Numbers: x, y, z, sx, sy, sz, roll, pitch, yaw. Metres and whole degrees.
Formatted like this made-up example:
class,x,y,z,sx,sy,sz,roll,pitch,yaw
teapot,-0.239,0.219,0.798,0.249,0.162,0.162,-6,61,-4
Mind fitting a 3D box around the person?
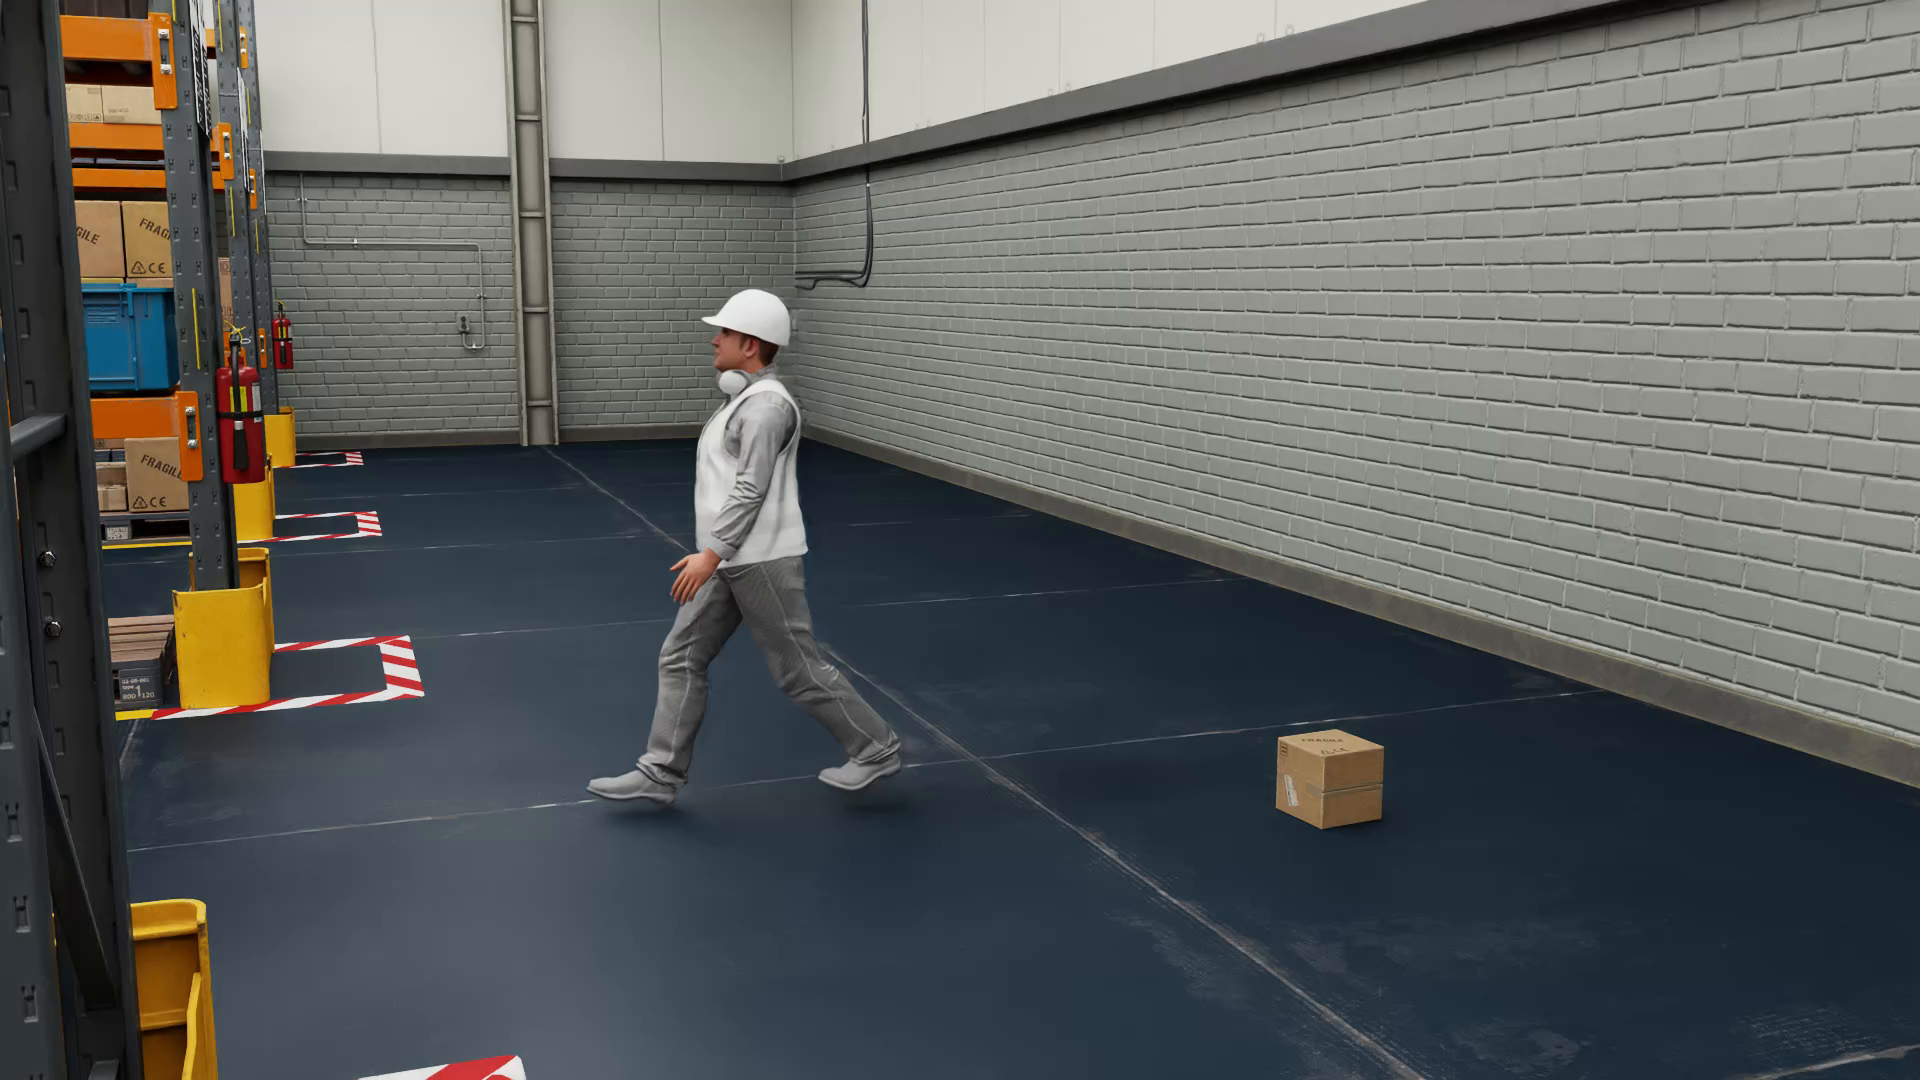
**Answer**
class,x,y,z,sx,sy,sz,roll,pitch,yaw
person,-0.720,0.042,5.516,1.054,1.725,0.546,-3,9,-18
